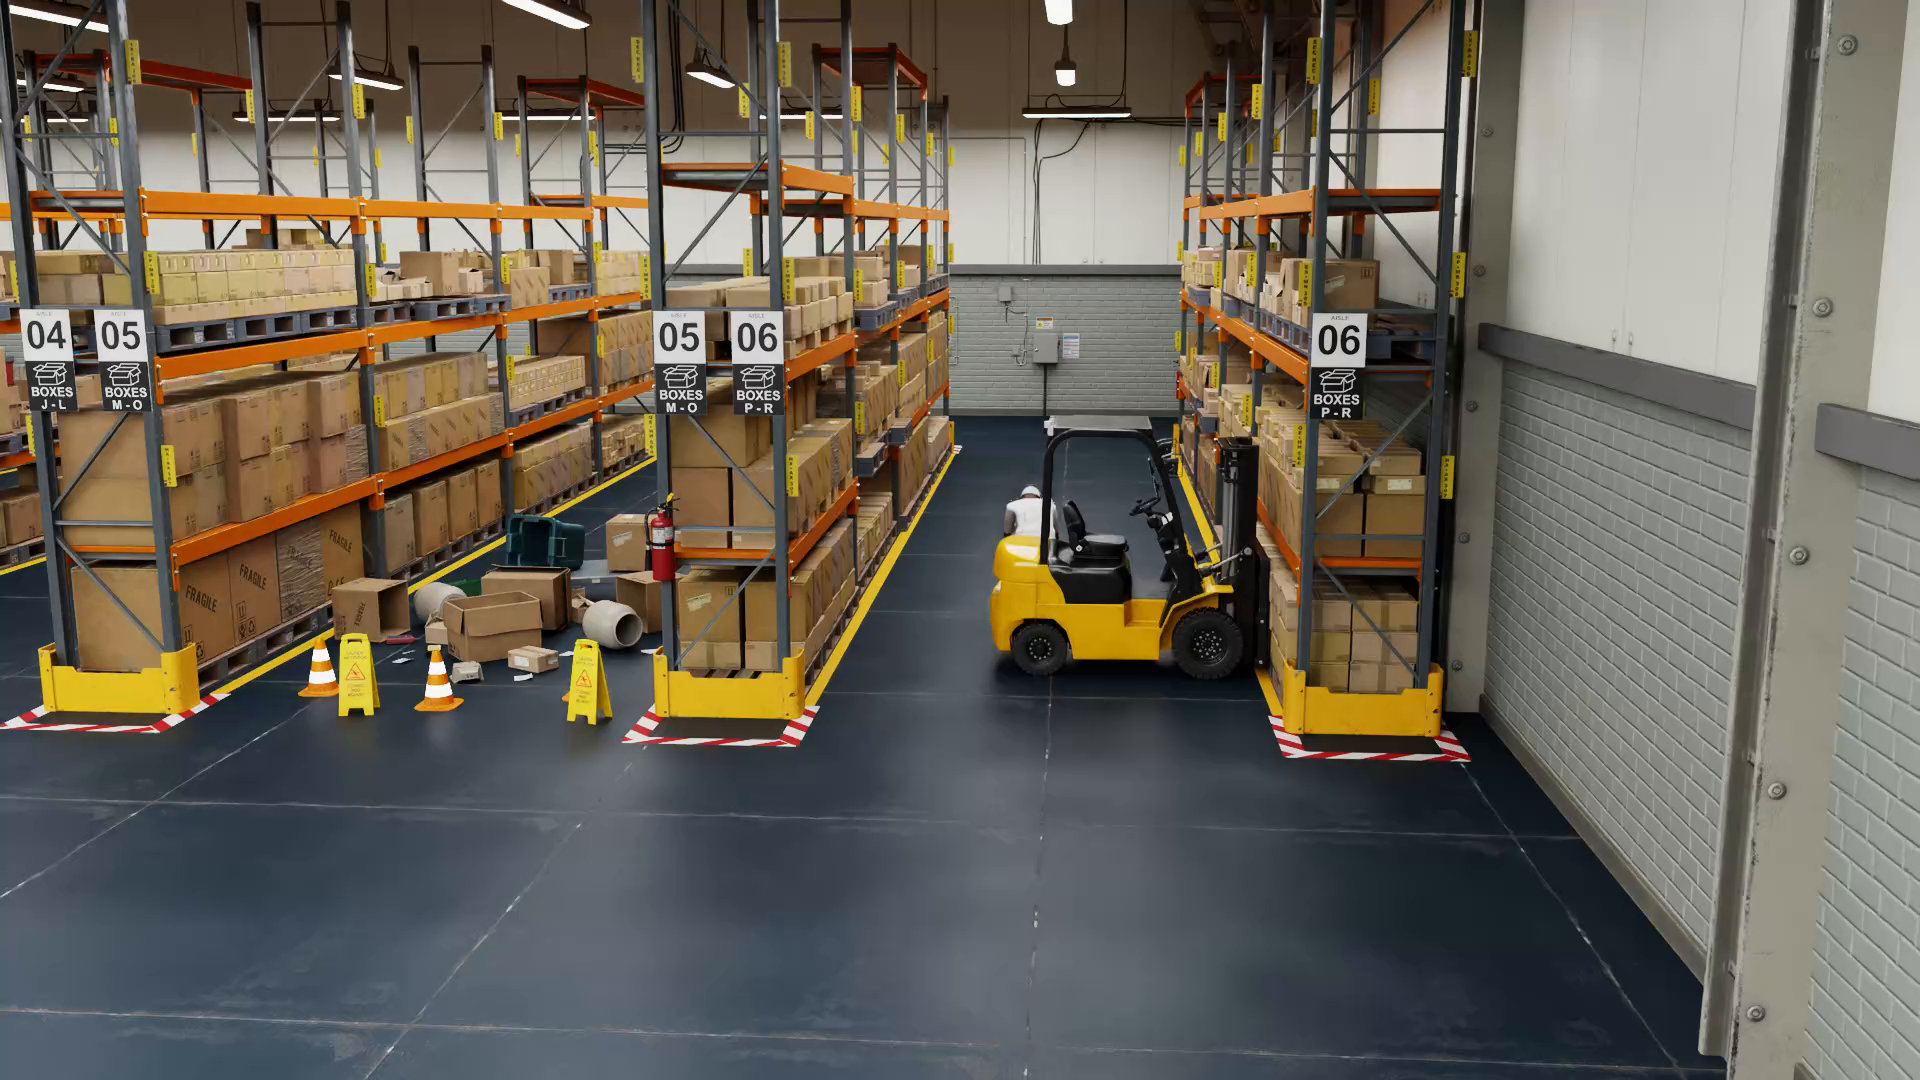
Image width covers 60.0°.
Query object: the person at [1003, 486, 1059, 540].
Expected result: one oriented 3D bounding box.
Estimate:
[{"bbox_3d":[0.738,0.052,17.348,0.592,1.140,0.867,1,11,4],"label":"person"}]
